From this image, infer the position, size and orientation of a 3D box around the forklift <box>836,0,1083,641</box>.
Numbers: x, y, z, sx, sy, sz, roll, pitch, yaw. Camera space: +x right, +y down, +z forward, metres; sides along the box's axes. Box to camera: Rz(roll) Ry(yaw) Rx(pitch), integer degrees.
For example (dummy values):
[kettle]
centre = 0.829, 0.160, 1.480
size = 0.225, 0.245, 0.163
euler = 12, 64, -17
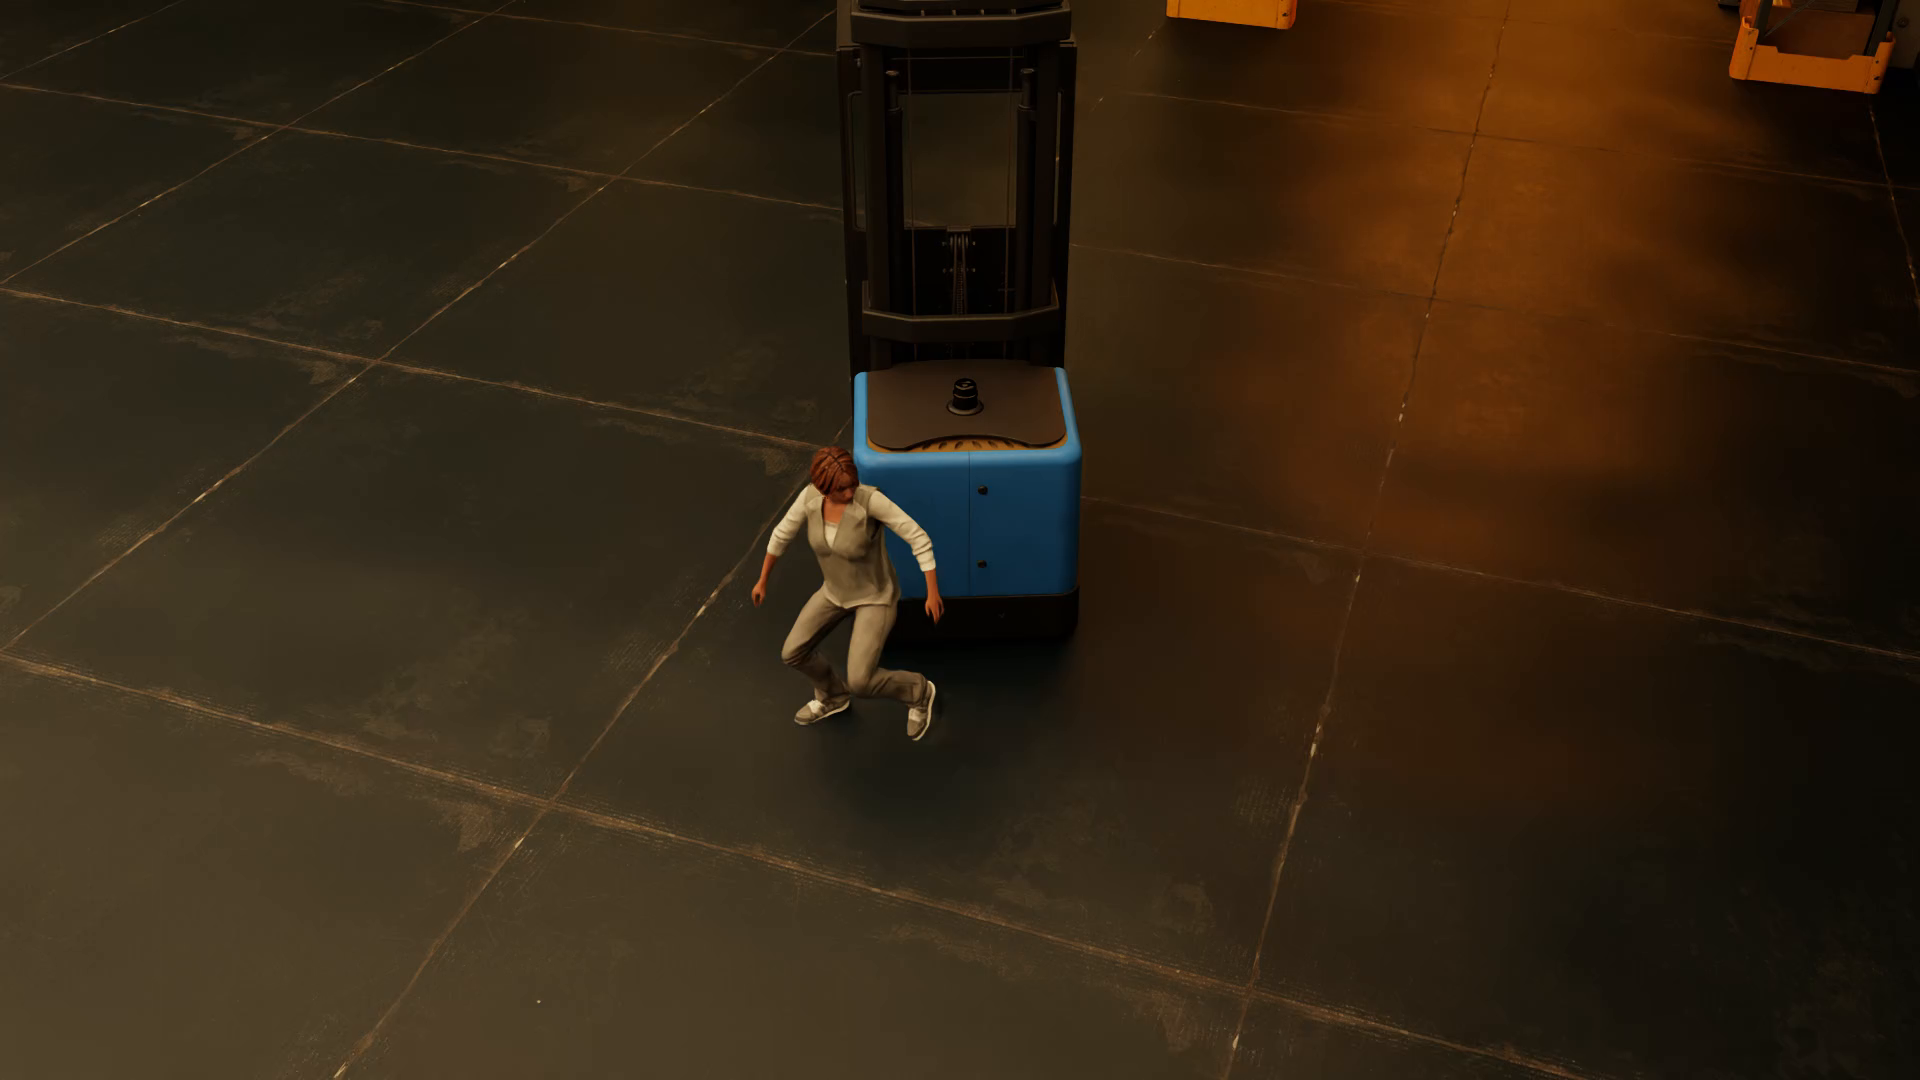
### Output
[forklift]
centre = -0.029, -1.547, 8.293
size = 1.130, 2.935, 3.031
euler = -2, 35, -2

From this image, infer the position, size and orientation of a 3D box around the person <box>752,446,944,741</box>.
[person]
centre = -0.475, 0.250, 7.040
size = 0.803, 1.484, 0.454
euler = 23, 42, 29
